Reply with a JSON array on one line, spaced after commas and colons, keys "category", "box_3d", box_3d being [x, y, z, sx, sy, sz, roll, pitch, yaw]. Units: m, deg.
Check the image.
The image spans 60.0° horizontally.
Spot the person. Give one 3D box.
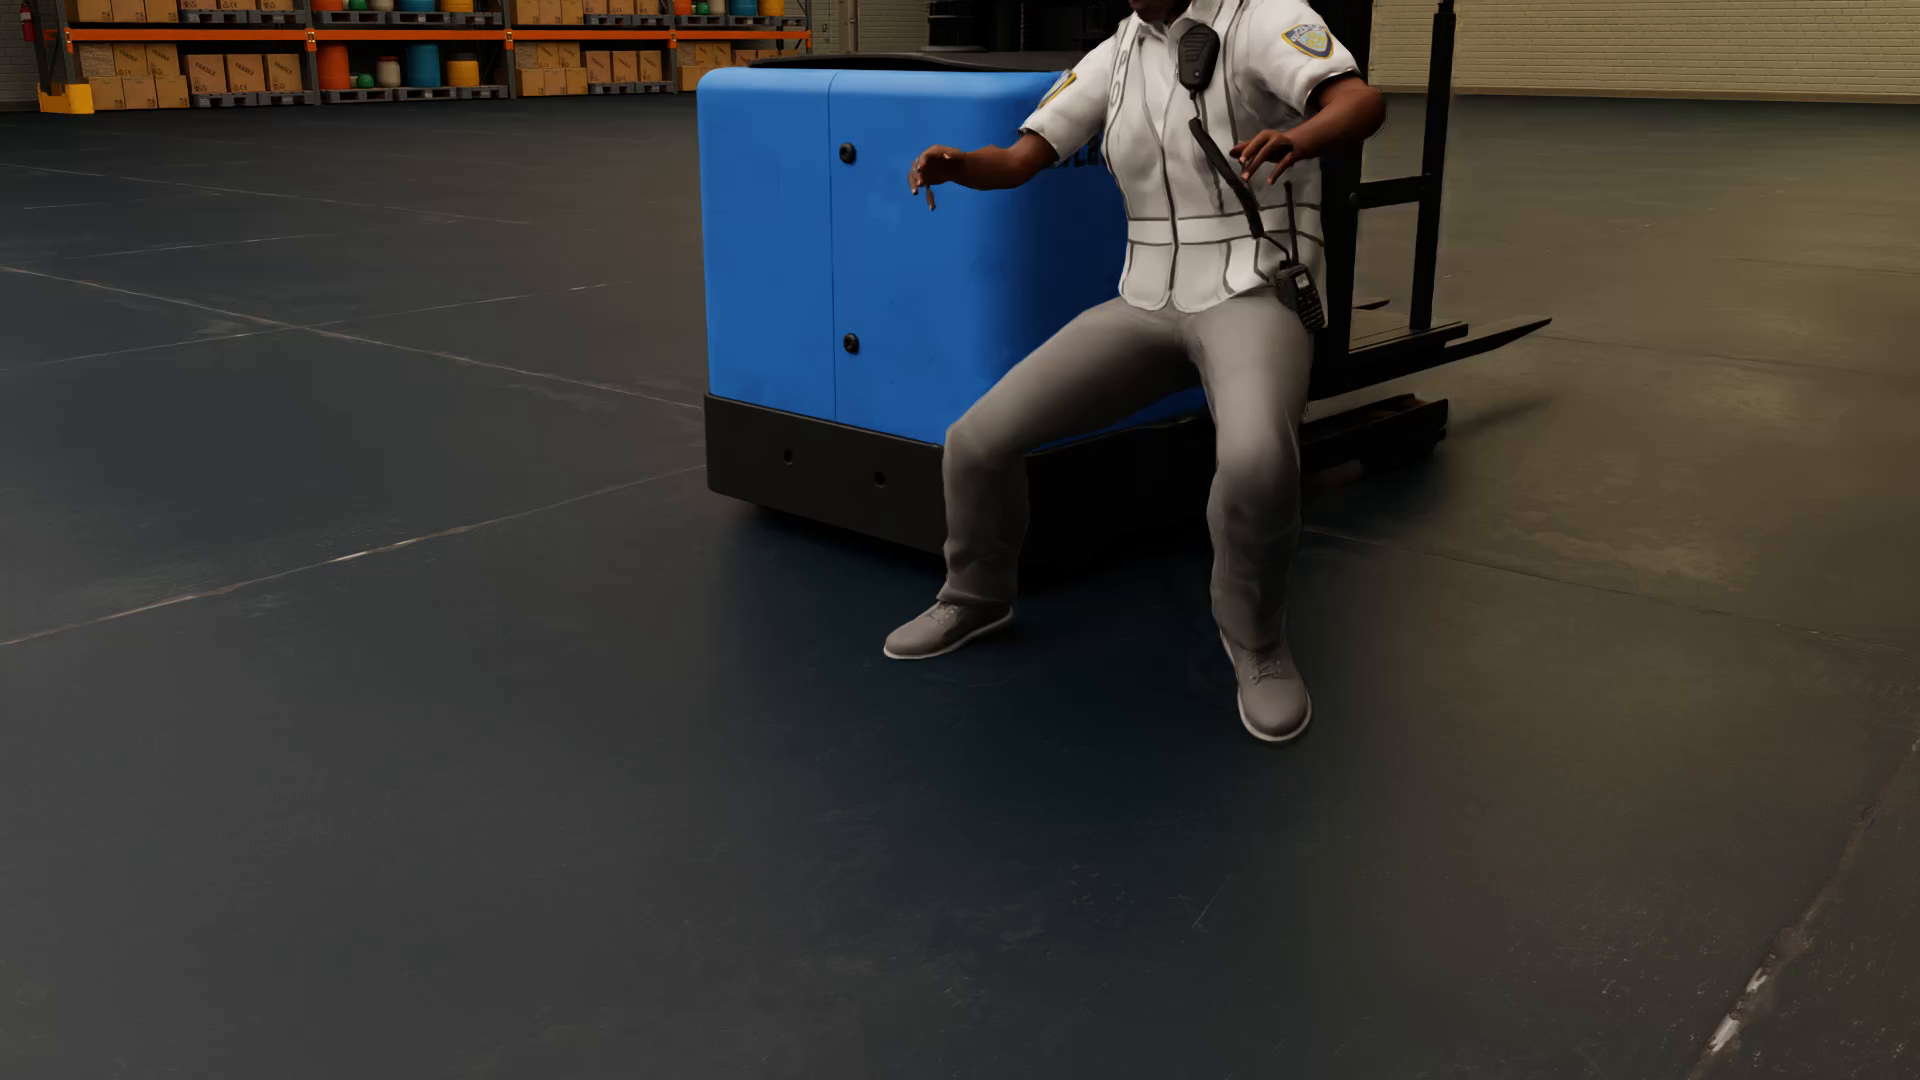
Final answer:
[{"category": "person", "box_3d": [0.271, -0.398, 2.815, 0.734, 1.448, 0.947, -15, 22, -40]}]

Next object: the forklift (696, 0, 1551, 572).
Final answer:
[{"category": "forklift", "box_3d": [0.742, -1.688, 4.456, 1.130, 2.935, 3.031, 15, 22, 41]}]
